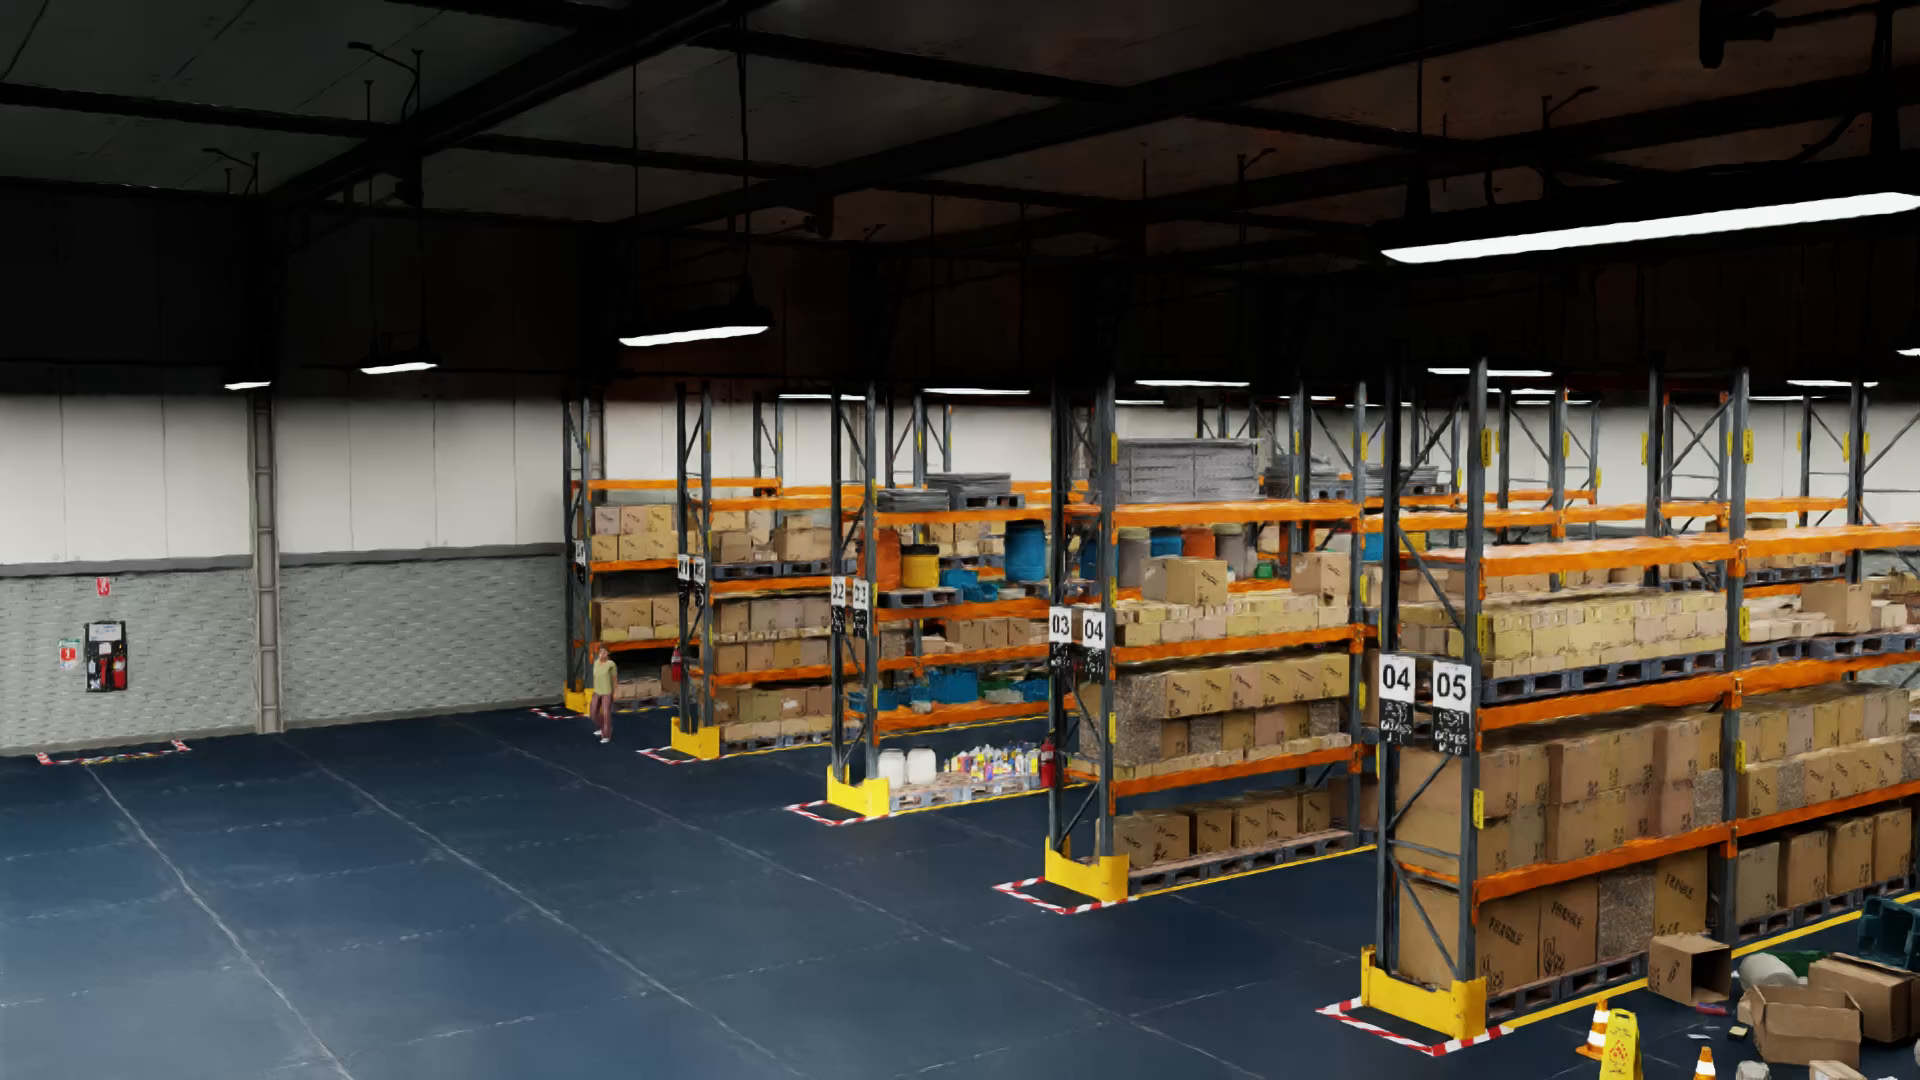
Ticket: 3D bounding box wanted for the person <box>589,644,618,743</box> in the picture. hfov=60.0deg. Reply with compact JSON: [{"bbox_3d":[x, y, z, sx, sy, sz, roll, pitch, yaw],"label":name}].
[{"bbox_3d":[-5.929,2.552,27.825,0.510,1.665,0.506,1,4,18],"label":"person"}]
